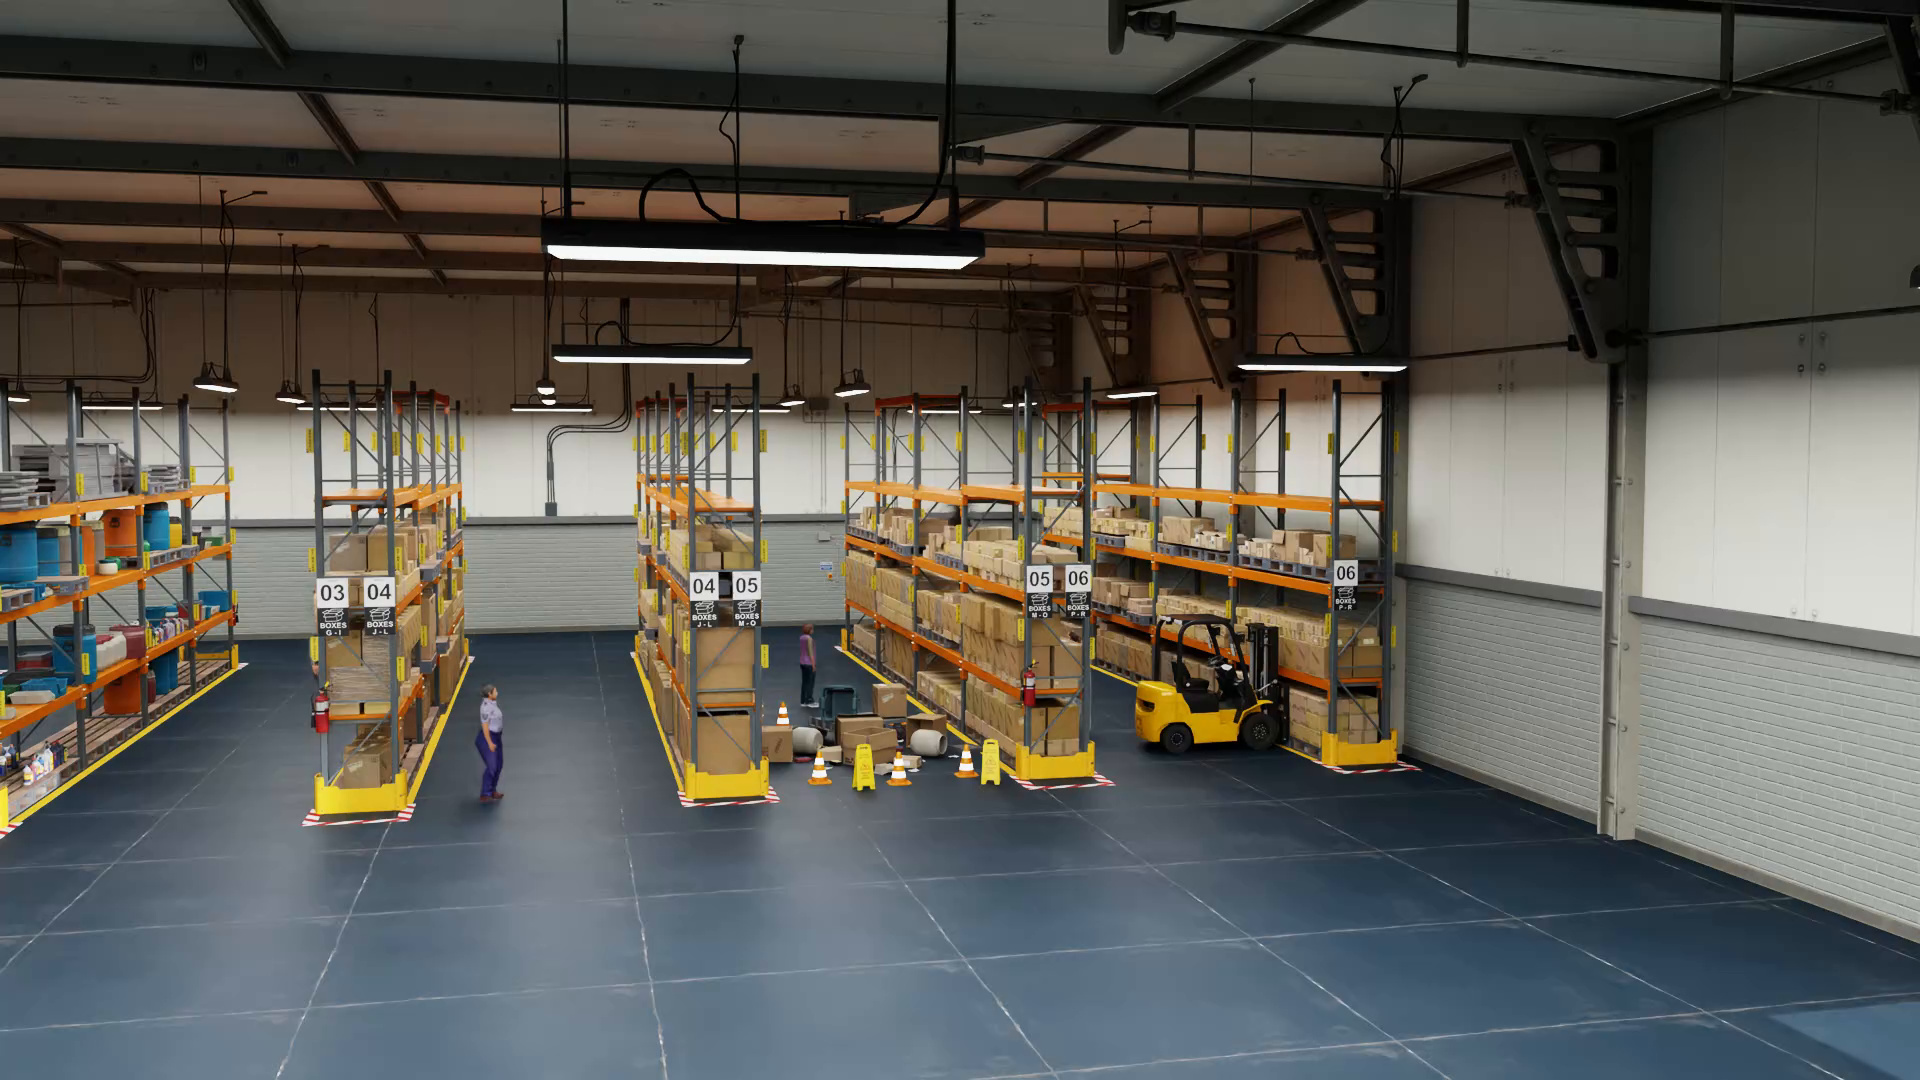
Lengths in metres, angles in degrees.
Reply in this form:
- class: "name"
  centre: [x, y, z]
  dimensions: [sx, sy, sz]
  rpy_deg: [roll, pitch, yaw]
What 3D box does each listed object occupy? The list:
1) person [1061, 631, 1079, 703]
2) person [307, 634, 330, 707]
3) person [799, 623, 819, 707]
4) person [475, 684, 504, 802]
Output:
- class: "person"
  centre: [1.896, 2.447, 29.971]
  dimensions: [0.528, 1.662, 0.676]
  rpy_deg: [-1, 3, -16]
- class: "person"
  centre: [-11.876, 2.378, 30.998]
  dimensions: [0.482, 1.685, 1.012]
  rpy_deg: [0, 3, -9]
- class: "person"
  centre: [-2.866, 2.372, 31.544]
  dimensions: [0.344, 1.599, 0.471]
  rpy_deg: [-2, 4, -34]
- class: "person"
  centre: [-6.627, 2.870, 23.469]
  dimensions: [0.368, 1.702, 0.528]
  rpy_deg: [0, 3, 5]
